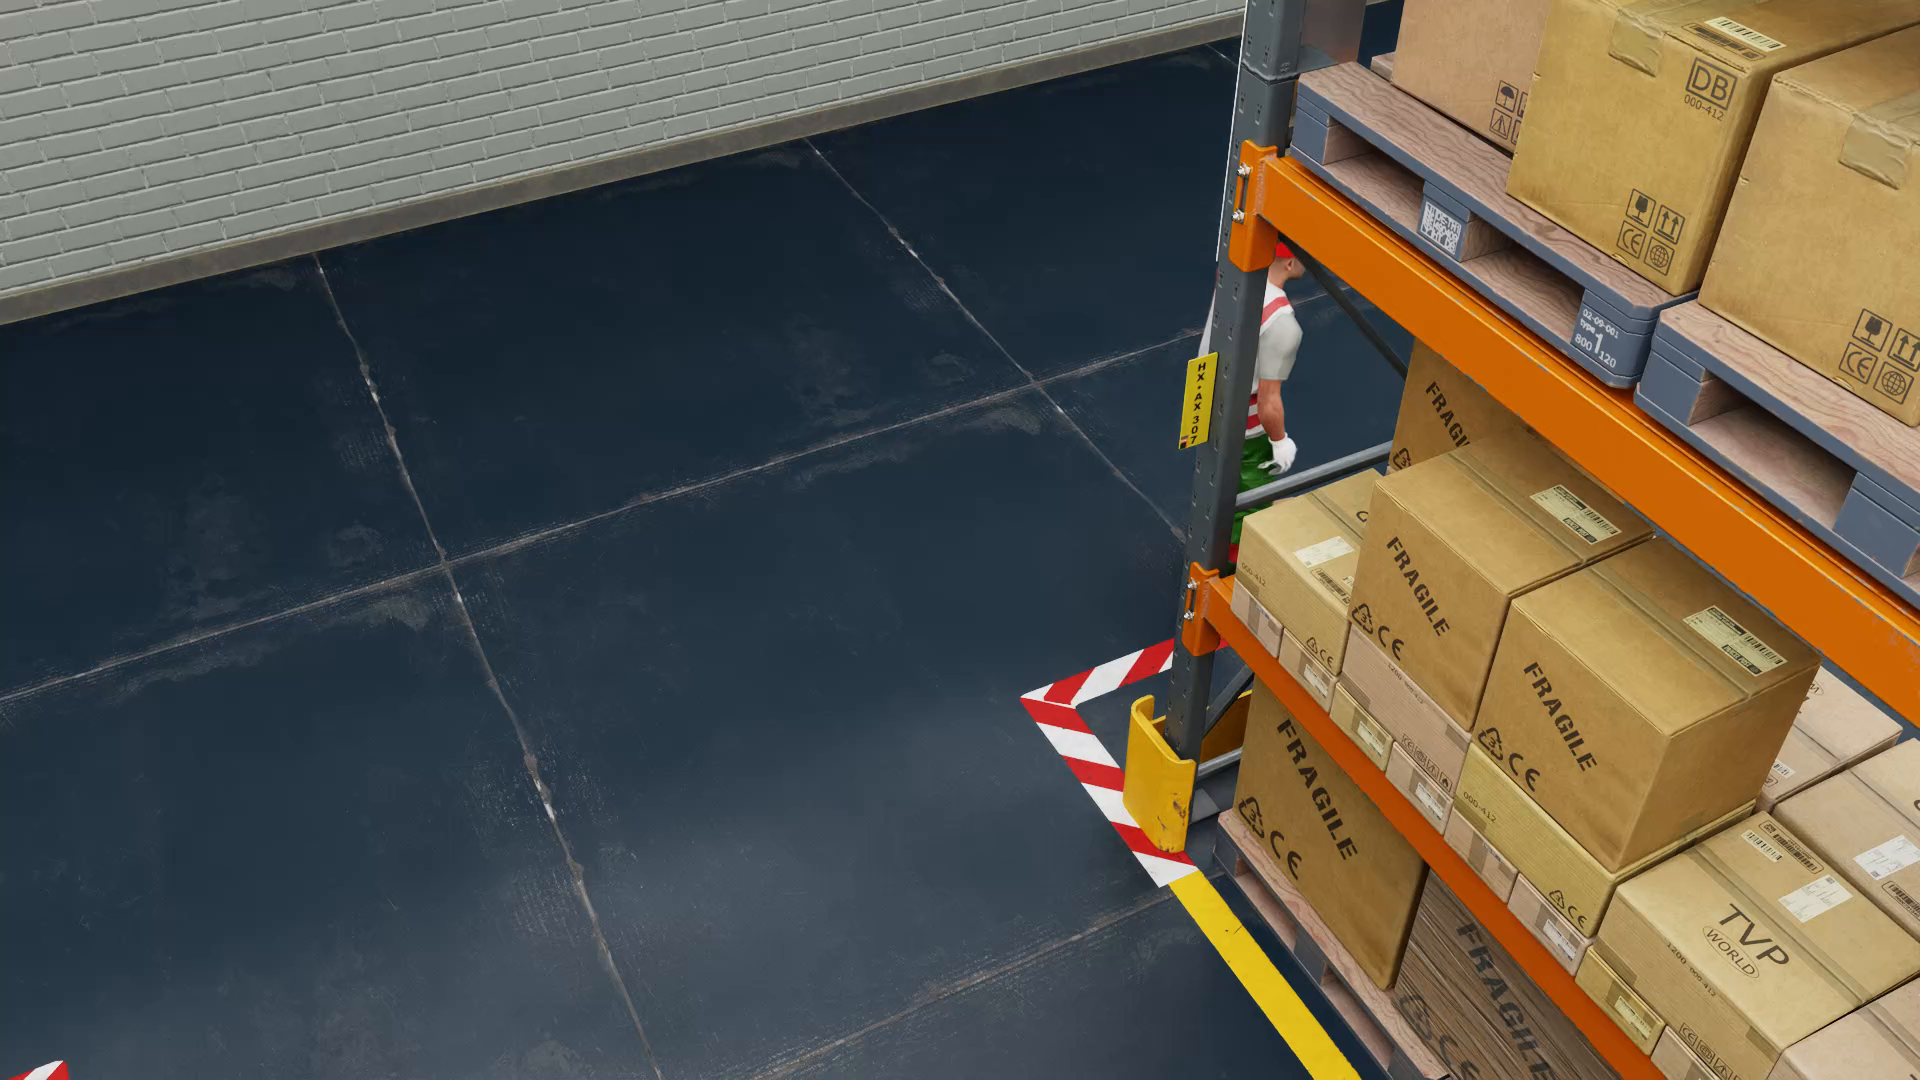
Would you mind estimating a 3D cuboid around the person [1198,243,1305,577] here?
[{"bbox_3d":[1.179,-0.523,6.750,0.448,1.780,0.609,-10,42,-12],"label":"person"}]
